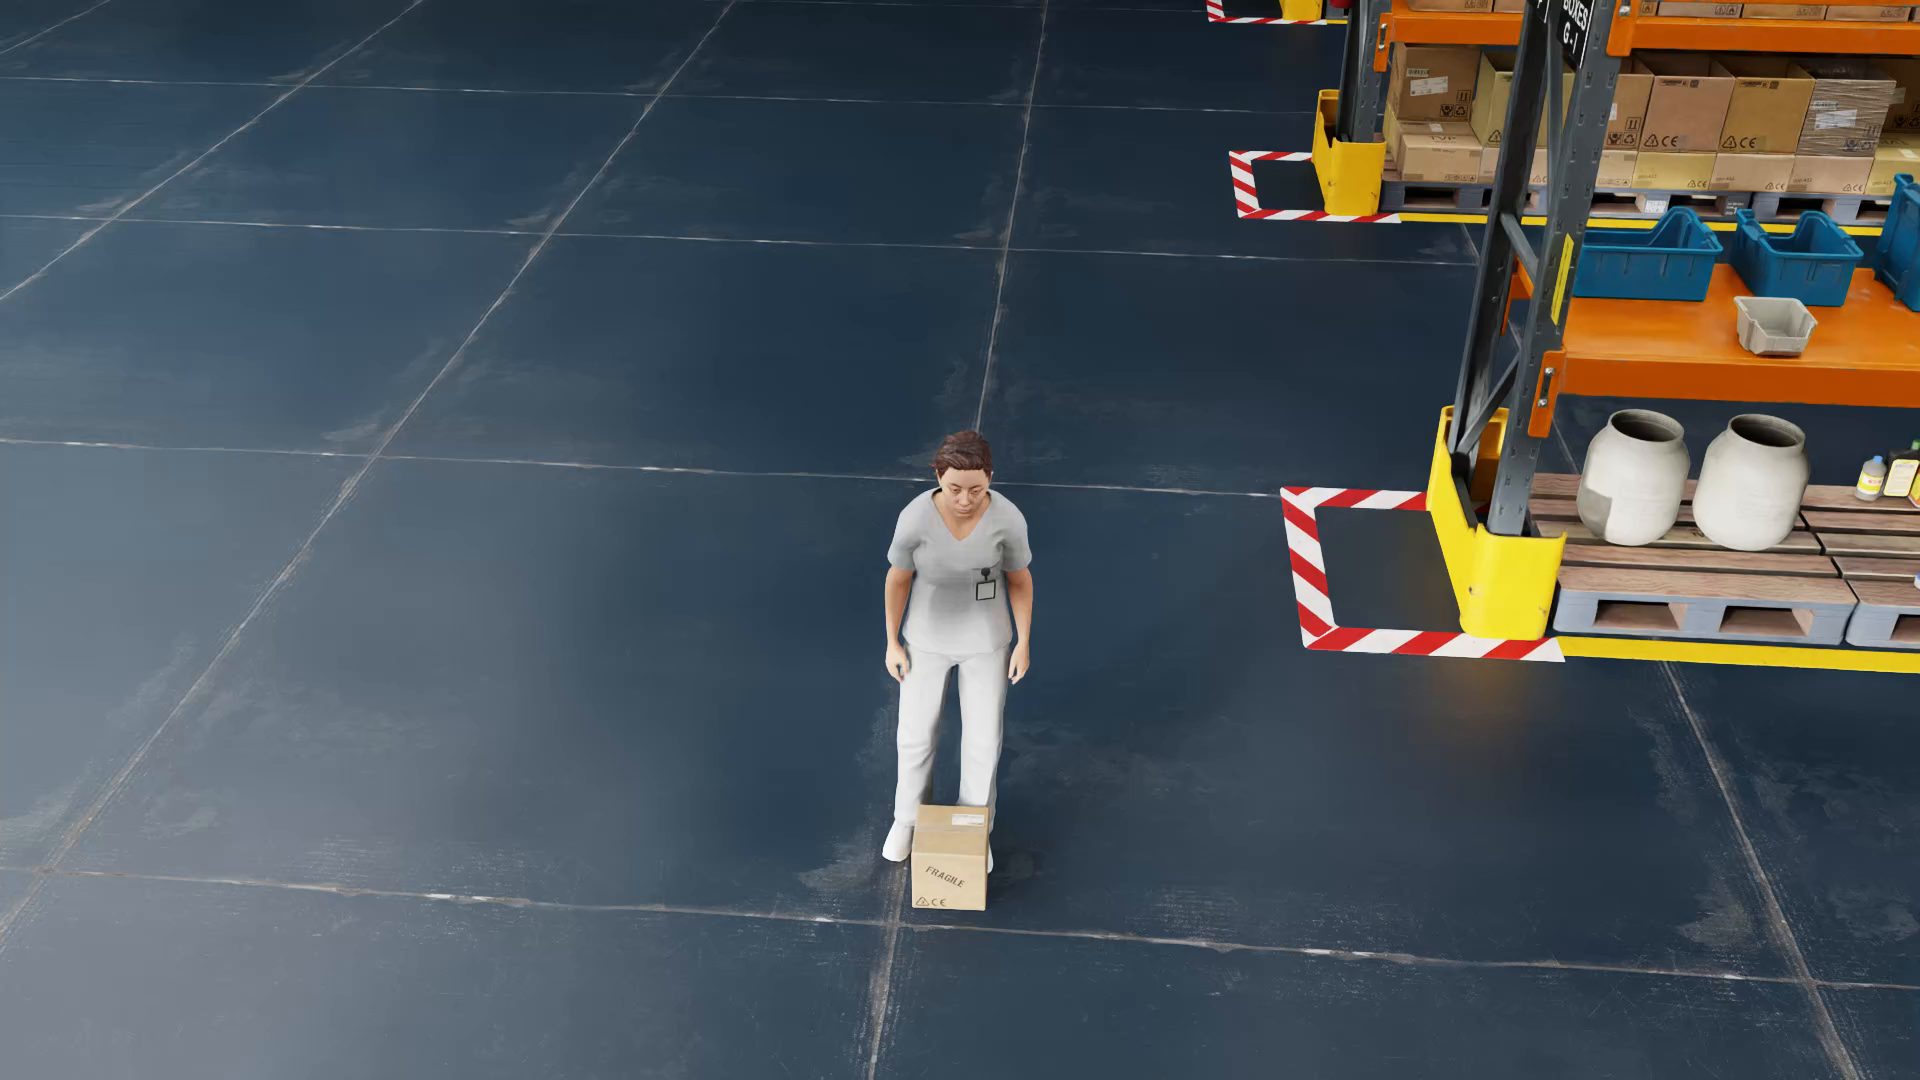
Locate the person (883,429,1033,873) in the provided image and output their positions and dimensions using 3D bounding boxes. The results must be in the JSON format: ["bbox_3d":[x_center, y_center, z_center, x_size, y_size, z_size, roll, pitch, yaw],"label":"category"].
[{"bbox_3d":[-0.016,0.374,5.542,0.513,1.671,0.416,1,32,1],"label":"person"}]
